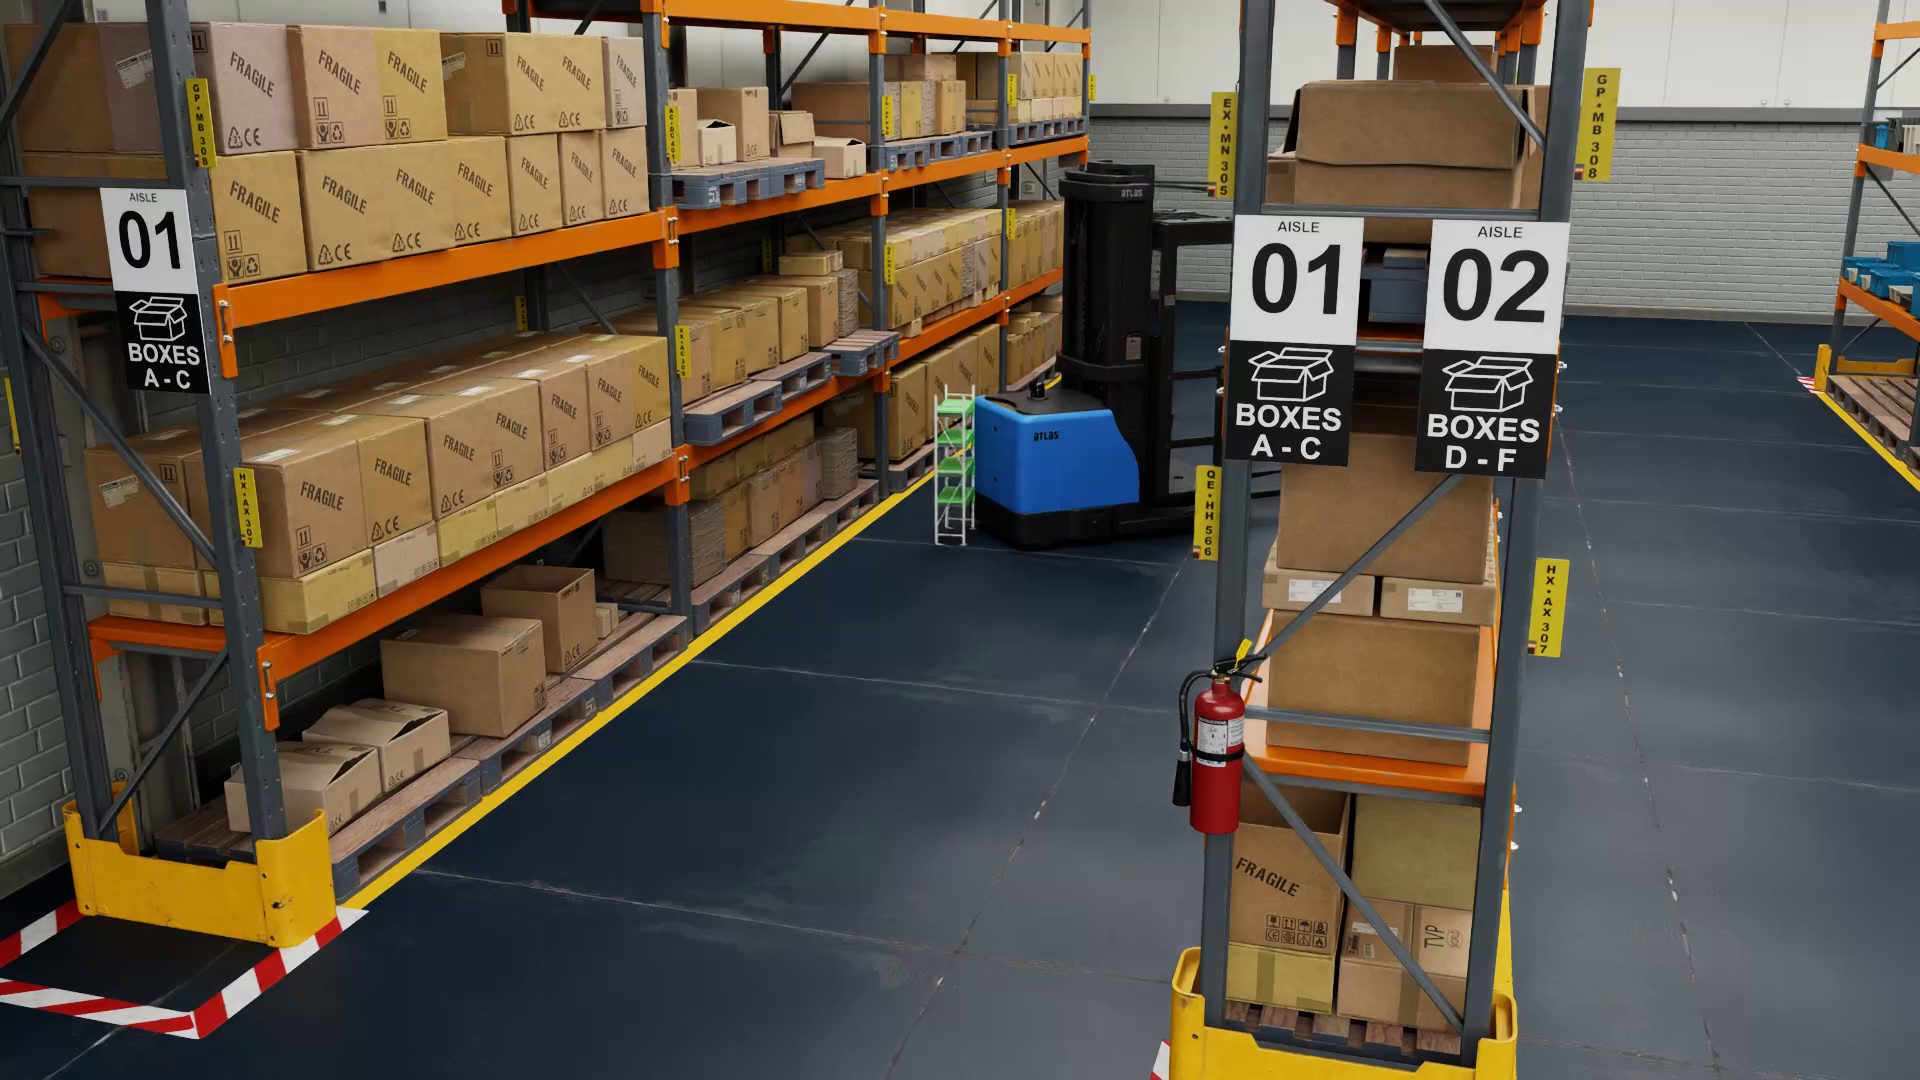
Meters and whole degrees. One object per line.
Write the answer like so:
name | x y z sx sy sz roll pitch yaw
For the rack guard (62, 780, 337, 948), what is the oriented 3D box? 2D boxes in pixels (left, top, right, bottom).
rack guard | -3.373 1.427 7.382 1.175 0.500 0.348 5 16 16

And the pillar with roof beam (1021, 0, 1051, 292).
pillar with roof beam | 5.218 -7.267 22.460 9.100 9.000 0.400 5 16 16

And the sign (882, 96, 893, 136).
sign | -0.601 -3.498 13.719 0.100 0.325 0.005 5 16 16

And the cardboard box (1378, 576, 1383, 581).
cardboard box | 1.646 0.321 6.519 0.700 0.500 0.500 5 17 17

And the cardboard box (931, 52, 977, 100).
cardboard box | -0.010 -5.078 18.185 0.500 0.500 0.500 4 16 15

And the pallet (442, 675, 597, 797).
pallet | -2.760 1.038 9.282 1.003 0.211 1.213 5 16 16

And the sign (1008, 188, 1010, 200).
sign | 0.622 -4.441 21.757 0.100 0.325 0.005 5 16 16

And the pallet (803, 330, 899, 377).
pallet | -1.221 -1.562 13.689 1.213 0.211 1.003 5 16 16

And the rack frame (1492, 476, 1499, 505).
rack frame | 2.493 -0.419 9.309 1.000 3.000 0.127 5 16 16

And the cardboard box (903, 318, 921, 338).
cardboard box | -0.569 -1.934 15.073 0.380 0.149 0.250 5 17 18

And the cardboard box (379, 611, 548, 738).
cardboard box | -2.693 0.724 9.054 0.700 0.500 0.500 4 16 12

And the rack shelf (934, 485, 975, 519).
rack shelf | -0.041 -0.309 13.335 0.258 0.148 0.480 2 16 9

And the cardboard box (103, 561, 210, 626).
cardboard box | -3.448 0.170 7.472 0.500 0.250 0.500 5 17 17

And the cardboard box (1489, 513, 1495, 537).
cardboard box | 1.892 -0.019 6.526 0.380 0.149 0.250 4 16 15

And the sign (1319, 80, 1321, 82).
sign | 1.970 -2.302 8.926 0.100 0.325 0.005 5 16 16

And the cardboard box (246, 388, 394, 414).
cardboard box | -3.169 -0.460 8.318 0.500 0.500 0.500 4 16 14

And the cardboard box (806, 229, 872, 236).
cardboard box | -1.090 -2.684 15.156 0.500 0.250 0.500 4 16 14

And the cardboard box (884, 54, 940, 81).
cardboard box | -0.503 -4.593 16.165 0.500 0.250 0.500 4 16 14

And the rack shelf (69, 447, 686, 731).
rack shelf | -2.826 0.067 8.913 1.077 0.370 4.000 5 16 16

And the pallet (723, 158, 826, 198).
pallet | -1.688 -2.580 11.774 1.213 0.211 1.003 5 16 16

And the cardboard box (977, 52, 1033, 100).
cardboard box | 0.487 -5.042 18.058 0.500 0.500 0.500 4 16 15

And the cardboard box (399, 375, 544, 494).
cardboard box | -2.533 -0.555 8.651 0.500 0.500 0.500 5 17 18

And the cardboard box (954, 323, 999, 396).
cardboard box | -0.044 -1.883 17.640 0.750 0.750 0.750 5 17 17

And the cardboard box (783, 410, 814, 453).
cardboard box | -1.498 -0.882 13.341 0.500 0.250 0.500 5 17 17

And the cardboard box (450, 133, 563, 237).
cardboard box | -2.441 -1.872 8.716 0.500 0.500 0.500 4 16 14

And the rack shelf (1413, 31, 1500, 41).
rack shelf | 5.335 -5.574 17.813 1.077 0.370 4.000 5 16 16

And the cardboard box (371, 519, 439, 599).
cardboard box | -2.818 0.067 7.834 0.500 0.250 0.500 4 16 14

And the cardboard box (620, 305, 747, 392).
cardboard box | -1.915 -1.338 11.560 0.700 0.500 0.500 6 17 22

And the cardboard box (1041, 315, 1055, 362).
cardboard box | 0.765 -2.488 20.414 0.700 0.500 0.500 4 16 14

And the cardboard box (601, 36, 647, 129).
cardboard box | -2.140 -2.632 9.562 0.500 0.500 0.500 3 16 11

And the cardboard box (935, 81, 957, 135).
cardboard box | -0.436 -4.225 16.243 0.700 0.500 0.500 4 16 15

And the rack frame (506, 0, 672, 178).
rack frame | -2.258 -3.688 9.841 1.000 3.000 0.127 5 16 16

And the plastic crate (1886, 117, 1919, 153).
plastic crate | 9.953 -4.208 17.285 0.504 0.338 0.767 5 16 16

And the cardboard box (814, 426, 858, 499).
cardboard box | -1.276 -0.665 13.952 0.700 0.500 0.500 5 17 17

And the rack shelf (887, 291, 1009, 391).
rack shelf | -0.553 -2.026 16.292 1.077 0.370 4.000 5 16 16

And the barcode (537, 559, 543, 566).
barcode | -2.641 0.158 10.465 0.001 0.075 0.075 5 16 16

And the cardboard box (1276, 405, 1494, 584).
cardboard box | 1.516 -0.180 5.905 0.700 0.500 0.500 5 16 16

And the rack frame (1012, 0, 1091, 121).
rack frame | 1.152 -6.828 20.910 1.000 3.000 0.127 5 16 16

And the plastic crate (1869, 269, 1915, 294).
plastic crate | 9.891 -2.738 17.682 0.416 0.233 0.300 5 16 16

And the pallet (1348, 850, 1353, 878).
pallet | 1.882 1.448 7.838 1.003 0.211 1.213 5 16 16

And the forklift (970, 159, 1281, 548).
forklift | 1.645 -1.592 13.571 3.031 2.935 1.130 -7 17 -22

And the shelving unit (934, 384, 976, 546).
shelving unit | -0.041 -0.602 13.252 0.258 1.200 0.503 2 16 9

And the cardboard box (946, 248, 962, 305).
cardboard box | -0.297 -2.559 16.091 0.500 0.500 0.500 5 17 17

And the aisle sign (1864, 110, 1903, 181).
aisle sign | 10.387 -4.466 18.813 0.394 0.787 0.004 5 16 16

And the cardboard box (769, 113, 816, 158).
cardboard box | -1.578 -3.019 12.753 0.797 0.503 0.637 7 17 24

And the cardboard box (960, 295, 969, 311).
cardboard box | -0.127 -2.409 16.748 0.380 0.149 0.250 5 16 16

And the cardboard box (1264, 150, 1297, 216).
cardboard box | 1.430 -1.334 6.288 0.500 0.250 0.500 5 16 16

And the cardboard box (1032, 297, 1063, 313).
cardboard box | 1.116 -2.947 20.847 0.380 0.149 0.250 5 17 17

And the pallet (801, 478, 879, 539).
pallet | -1.345 -0.303 14.010 1.003 0.211 1.213 5 16 16

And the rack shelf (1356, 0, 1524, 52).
rack shelf | 3.061 -3.290 10.488 1.077 0.370 4.000 5 16 16

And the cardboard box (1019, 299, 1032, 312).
cardboard box | 0.678 -2.912 20.723 0.380 0.149 0.250 5 17 16

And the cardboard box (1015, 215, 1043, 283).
cardboard box | 0.398 -3.371 19.166 0.980 0.700 0.700 4 16 14

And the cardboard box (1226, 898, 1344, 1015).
cardboard box | 1.225 1.585 6.513 0.500 0.250 0.500 5 16 16

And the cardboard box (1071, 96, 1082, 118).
cardboard box | 1.199 -5.350 20.521 0.500 0.250 0.500 5 17 18
